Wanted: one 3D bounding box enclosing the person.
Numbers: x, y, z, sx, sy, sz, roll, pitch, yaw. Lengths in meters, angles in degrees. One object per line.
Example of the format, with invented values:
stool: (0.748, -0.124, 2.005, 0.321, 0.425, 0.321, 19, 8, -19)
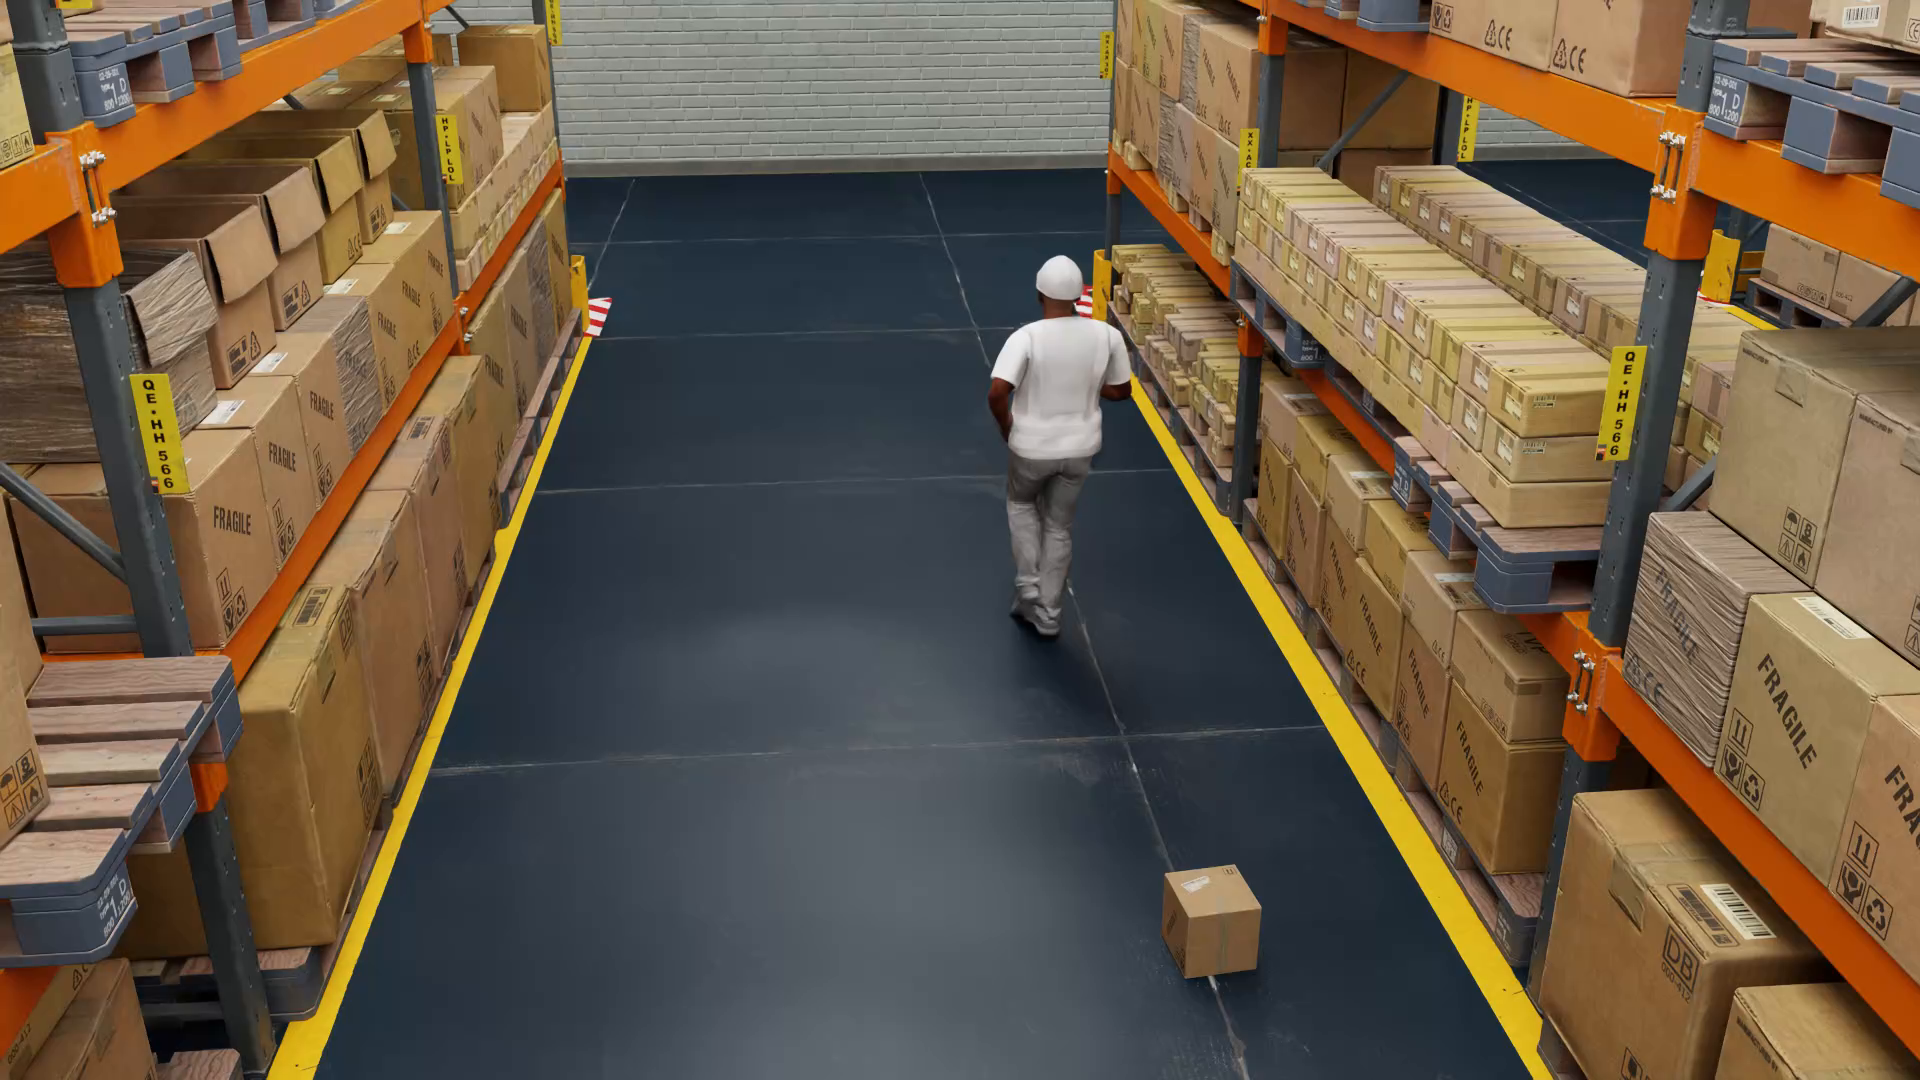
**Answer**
person: (0.415, -0.430, 7.597, 0.700, 1.773, 0.602, -5, 24, -10)
